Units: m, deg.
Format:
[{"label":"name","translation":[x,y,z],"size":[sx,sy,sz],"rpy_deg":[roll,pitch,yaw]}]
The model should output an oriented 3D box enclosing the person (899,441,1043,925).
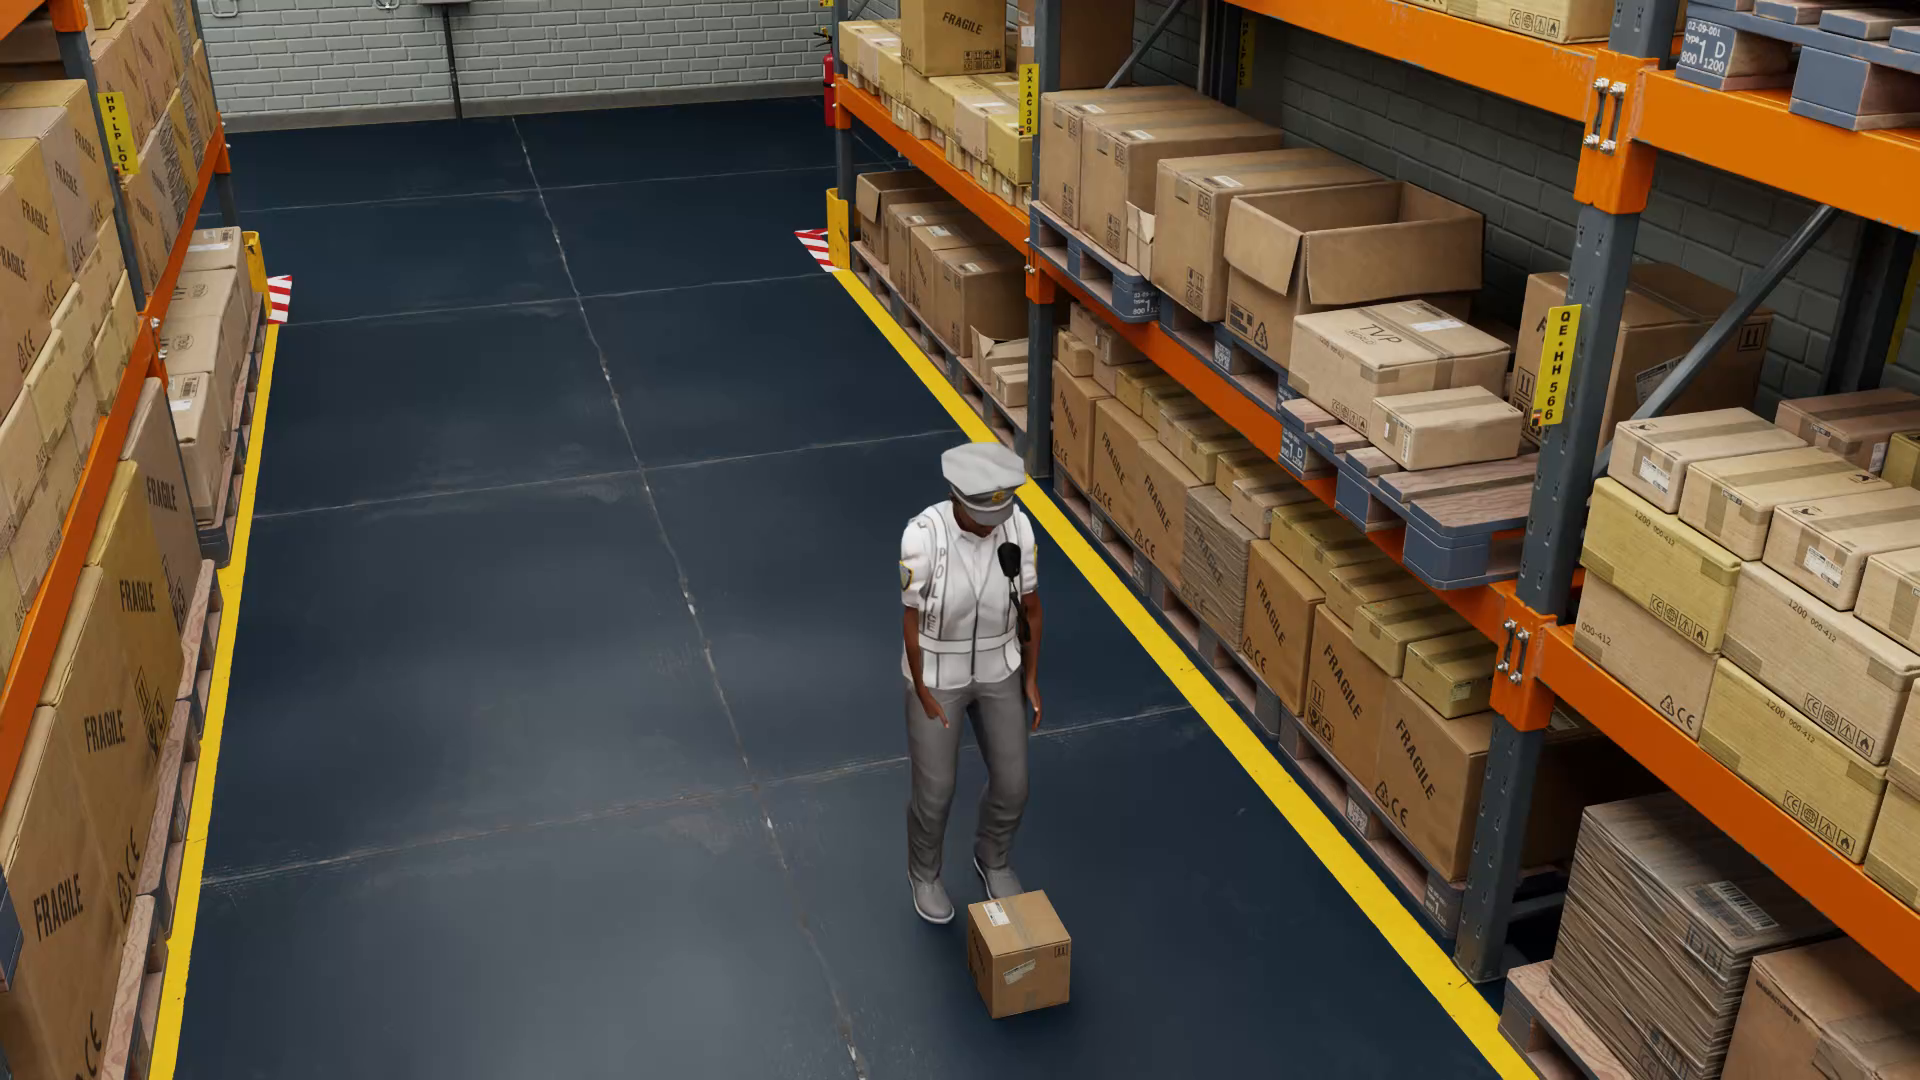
[{"label":"person","translation":[0.043,0.453,5.250],"size":[0.451,1.637,0.410],"rpy_deg":[-8,27,-15]}]
